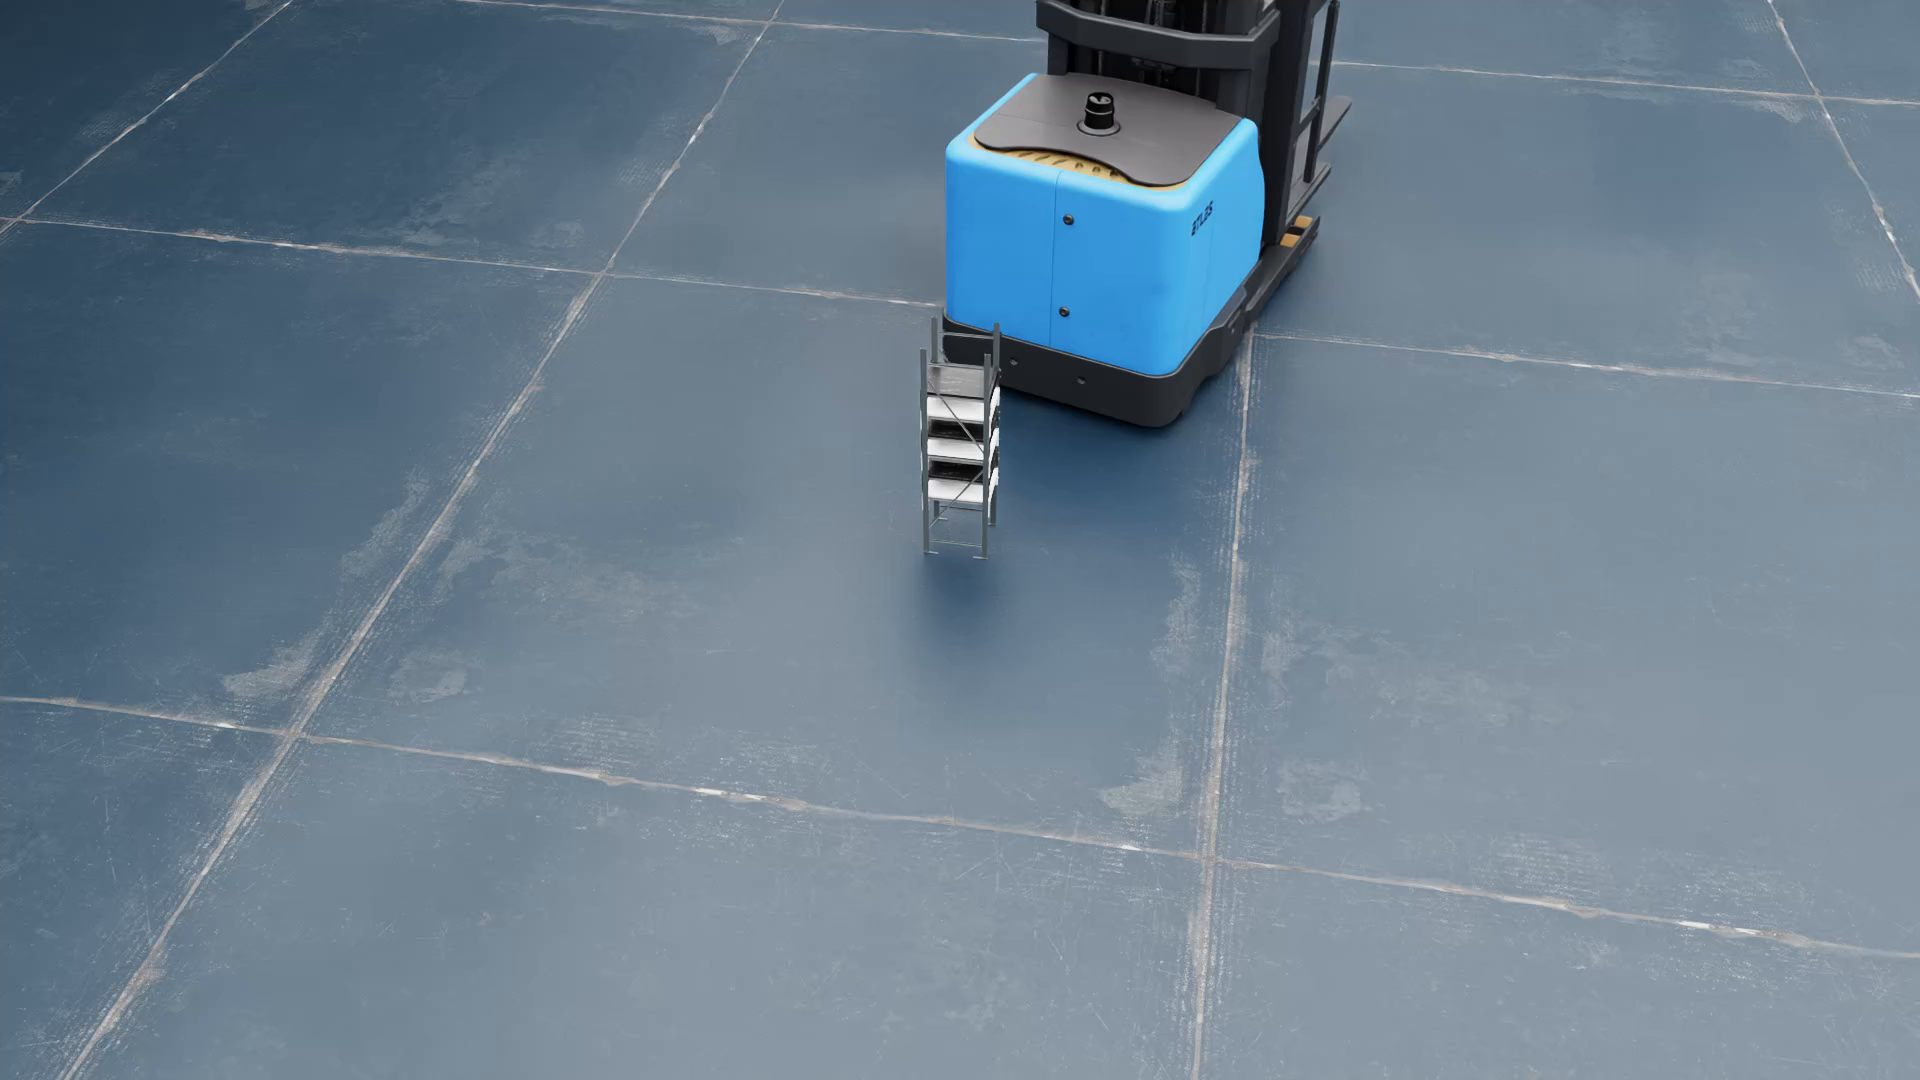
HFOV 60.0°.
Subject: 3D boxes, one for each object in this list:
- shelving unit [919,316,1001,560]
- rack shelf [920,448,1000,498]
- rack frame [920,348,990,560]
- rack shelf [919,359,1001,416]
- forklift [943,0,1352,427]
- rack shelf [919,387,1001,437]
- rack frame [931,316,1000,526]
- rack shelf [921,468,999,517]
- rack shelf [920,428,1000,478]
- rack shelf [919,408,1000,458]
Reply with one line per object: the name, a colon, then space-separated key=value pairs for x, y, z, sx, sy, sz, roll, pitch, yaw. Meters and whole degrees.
shelving unit: x=0.001 y=-0.352 z=5.969 sx=0.258 sy=0.900 sz=0.210 roll=6 pitch=40 yaw=8
rack shelf: x=0.001 y=-0.257 z=6.048 sx=0.258 sy=0.077 sz=0.200 roll=6 pitch=40 yaw=8
rack frame: x=-0.016 y=-0.288 z=5.892 sx=0.240 sy=0.900 sz=0.006 roll=6 pitch=40 yaw=8
rack shelf: x=0.001 y=-0.534 z=5.819 sx=0.258 sy=0.077 sz=0.200 roll=6 pitch=40 yaw=8
forklift: x=1.054 y=-2.514 z=6.990 sx=1.130 sy=2.935 sz=3.031 roll=18 pitch=43 yaw=21
rack shelf: x=0.001 y=-0.465 z=5.876 sx=0.258 sy=0.077 sz=0.200 roll=6 pitch=40 yaw=8
rack frame: x=0.019 y=-0.416 z=6.047 sx=0.240 sy=0.900 sz=0.006 roll=6 pitch=40 yaw=8
rack shelf: x=0.001 y=-0.187 z=6.105 sx=0.258 sy=0.077 sz=0.200 roll=6 pitch=40 yaw=8
rack shelf: x=0.001 y=-0.326 z=5.991 sx=0.258 sy=0.077 sz=0.200 roll=6 pitch=40 yaw=8
rack shelf: x=0.001 y=-0.396 z=5.933 sx=0.258 sy=0.077 sz=0.200 roll=6 pitch=40 yaw=8
